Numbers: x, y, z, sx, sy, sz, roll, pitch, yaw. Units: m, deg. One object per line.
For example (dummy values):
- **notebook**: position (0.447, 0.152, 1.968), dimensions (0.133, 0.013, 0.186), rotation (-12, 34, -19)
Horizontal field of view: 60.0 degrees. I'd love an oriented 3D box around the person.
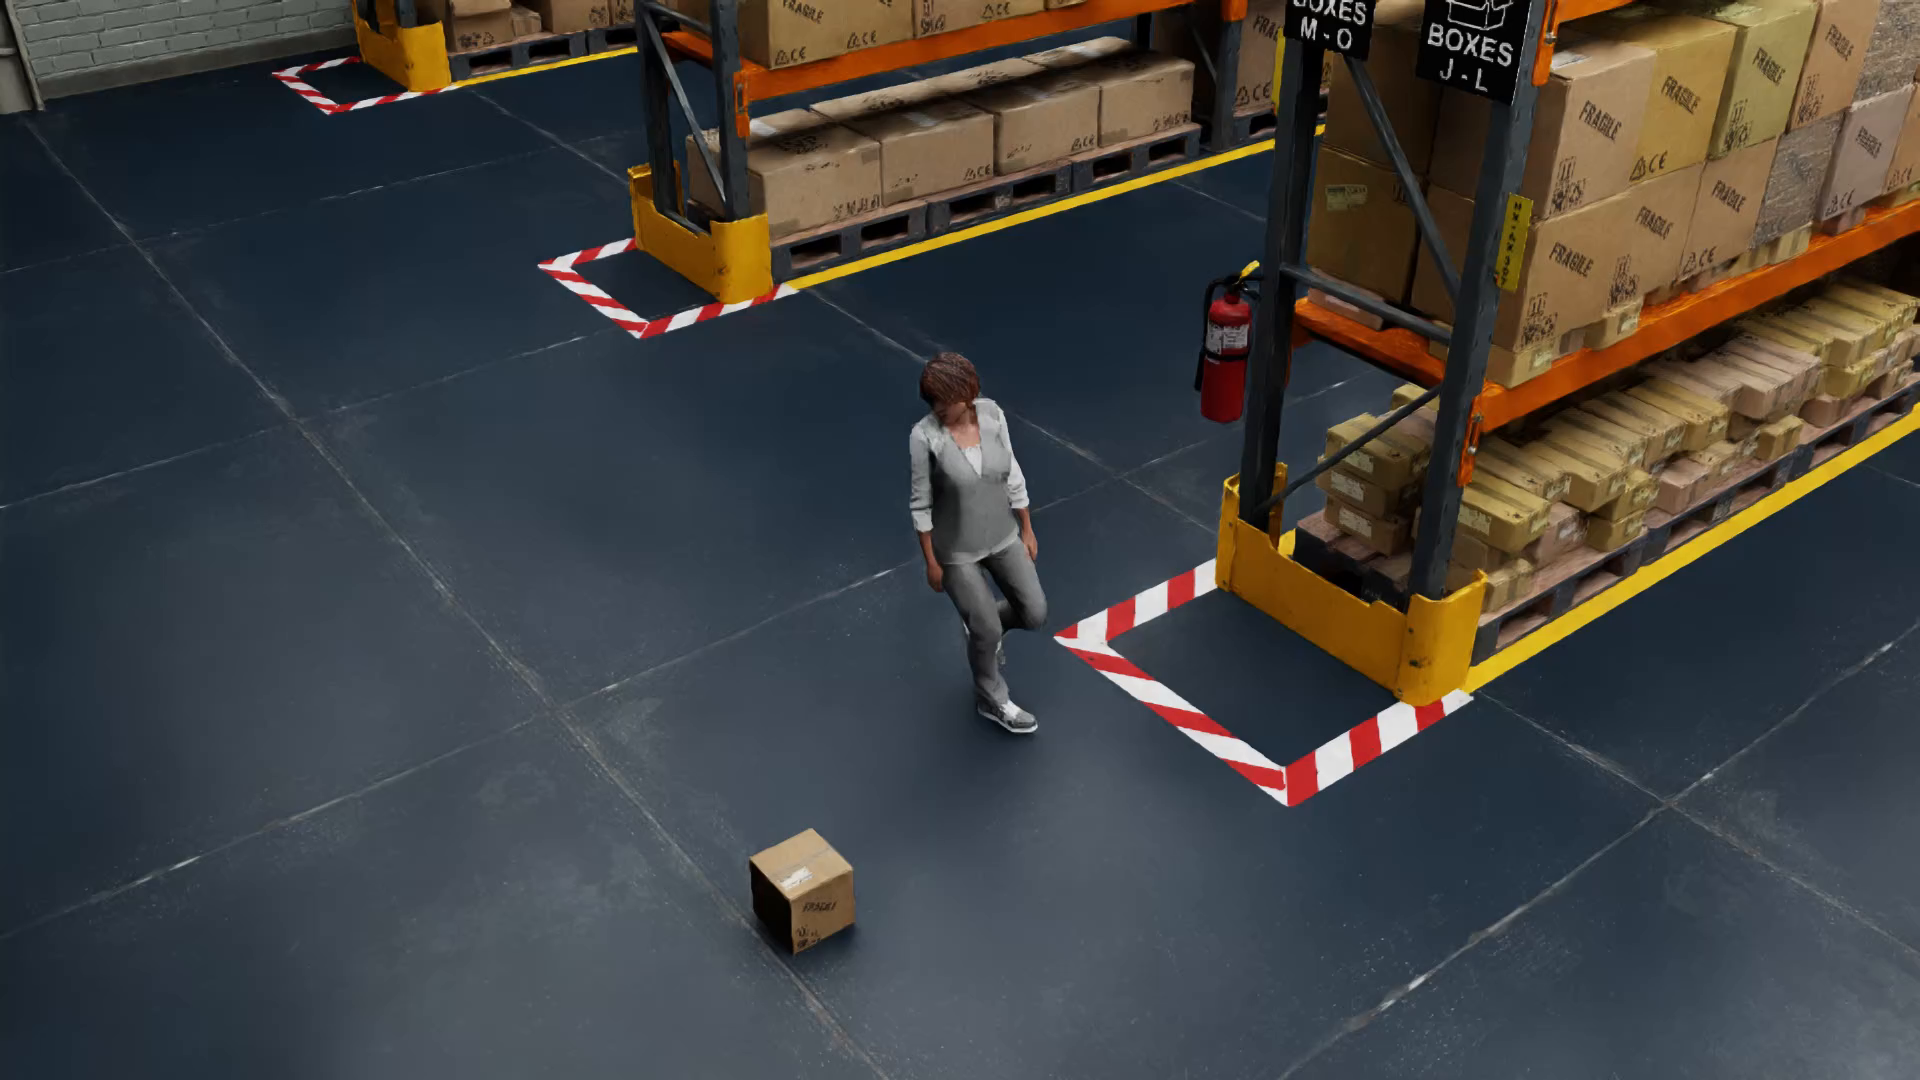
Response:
- **person**: position (0.054, 0.022, 6.142), dimensions (0.483, 1.575, 0.480), rotation (-20, 38, -28)
